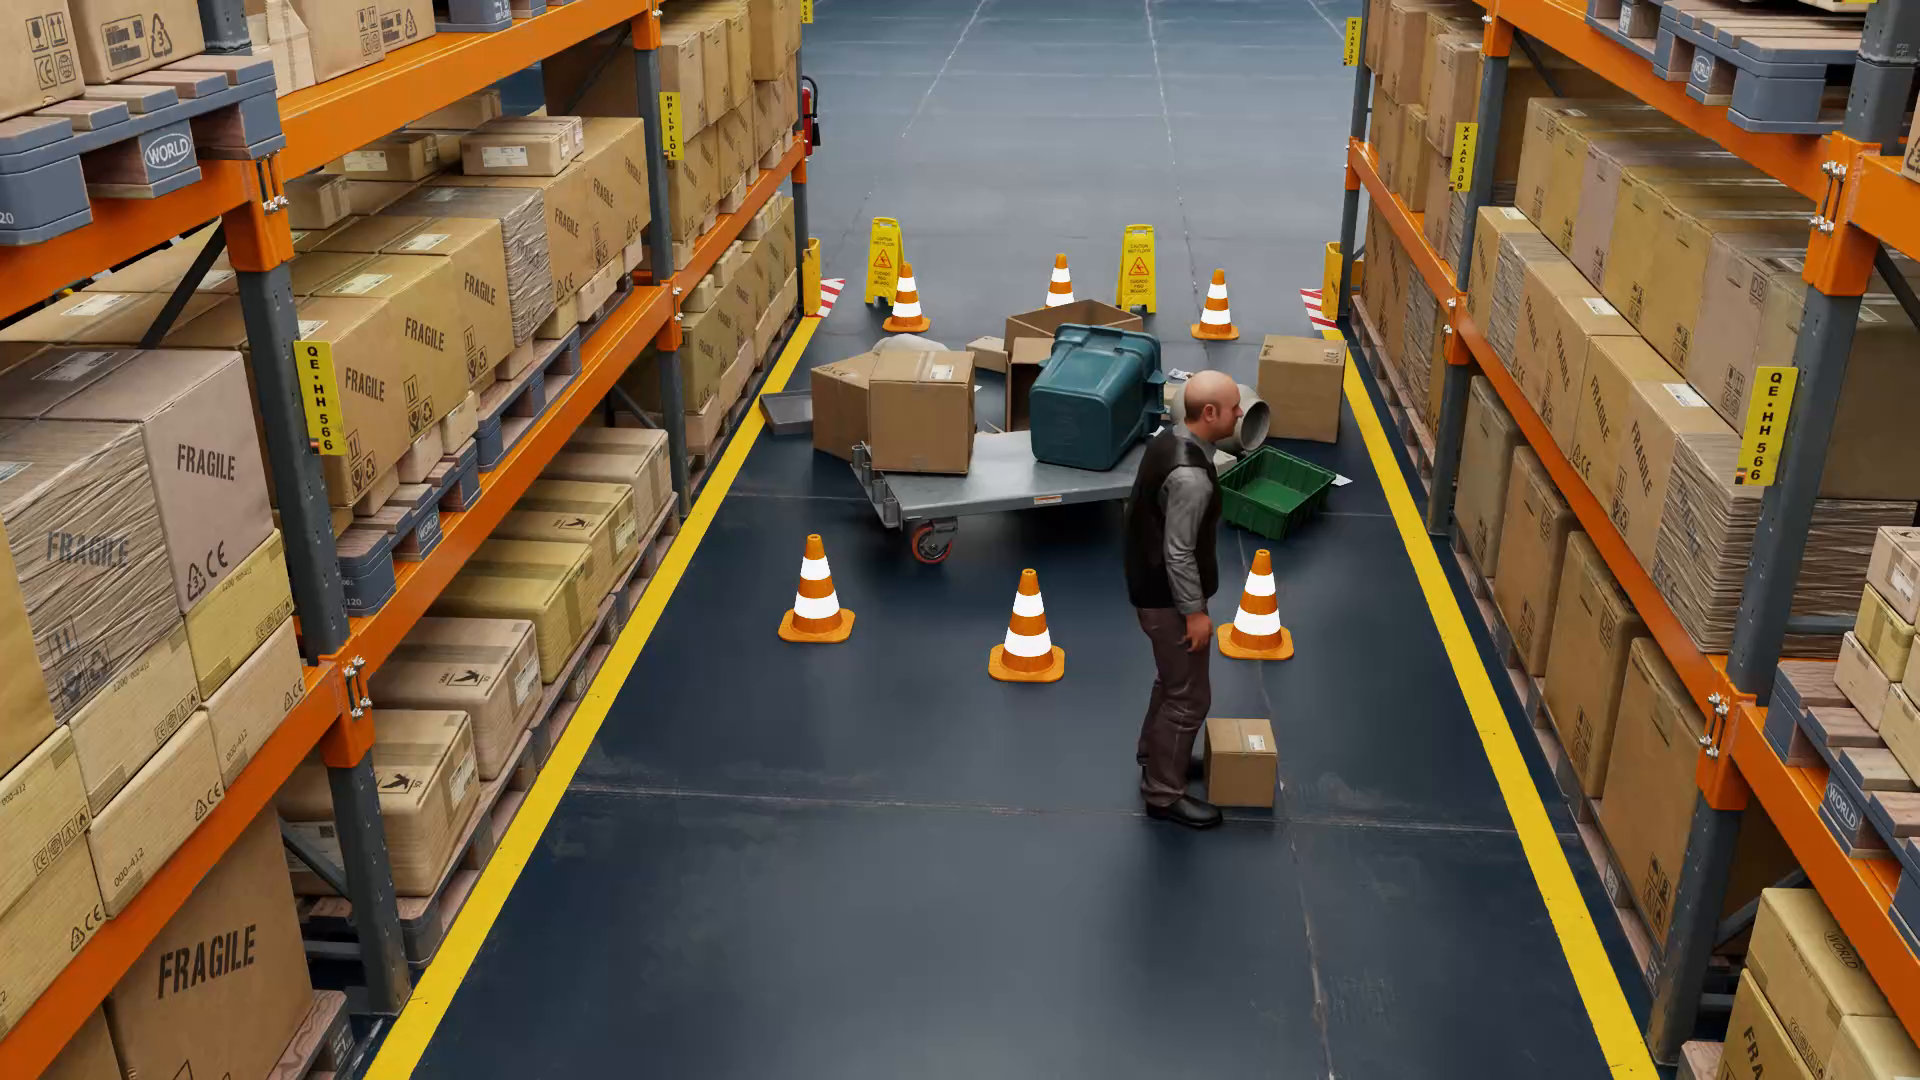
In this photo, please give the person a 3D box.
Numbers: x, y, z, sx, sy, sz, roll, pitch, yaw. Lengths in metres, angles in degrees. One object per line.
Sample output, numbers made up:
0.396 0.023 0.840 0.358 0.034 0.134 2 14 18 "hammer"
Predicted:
0.810 0.196 6.199 0.418 1.721 0.581 2 24 4 "person"
